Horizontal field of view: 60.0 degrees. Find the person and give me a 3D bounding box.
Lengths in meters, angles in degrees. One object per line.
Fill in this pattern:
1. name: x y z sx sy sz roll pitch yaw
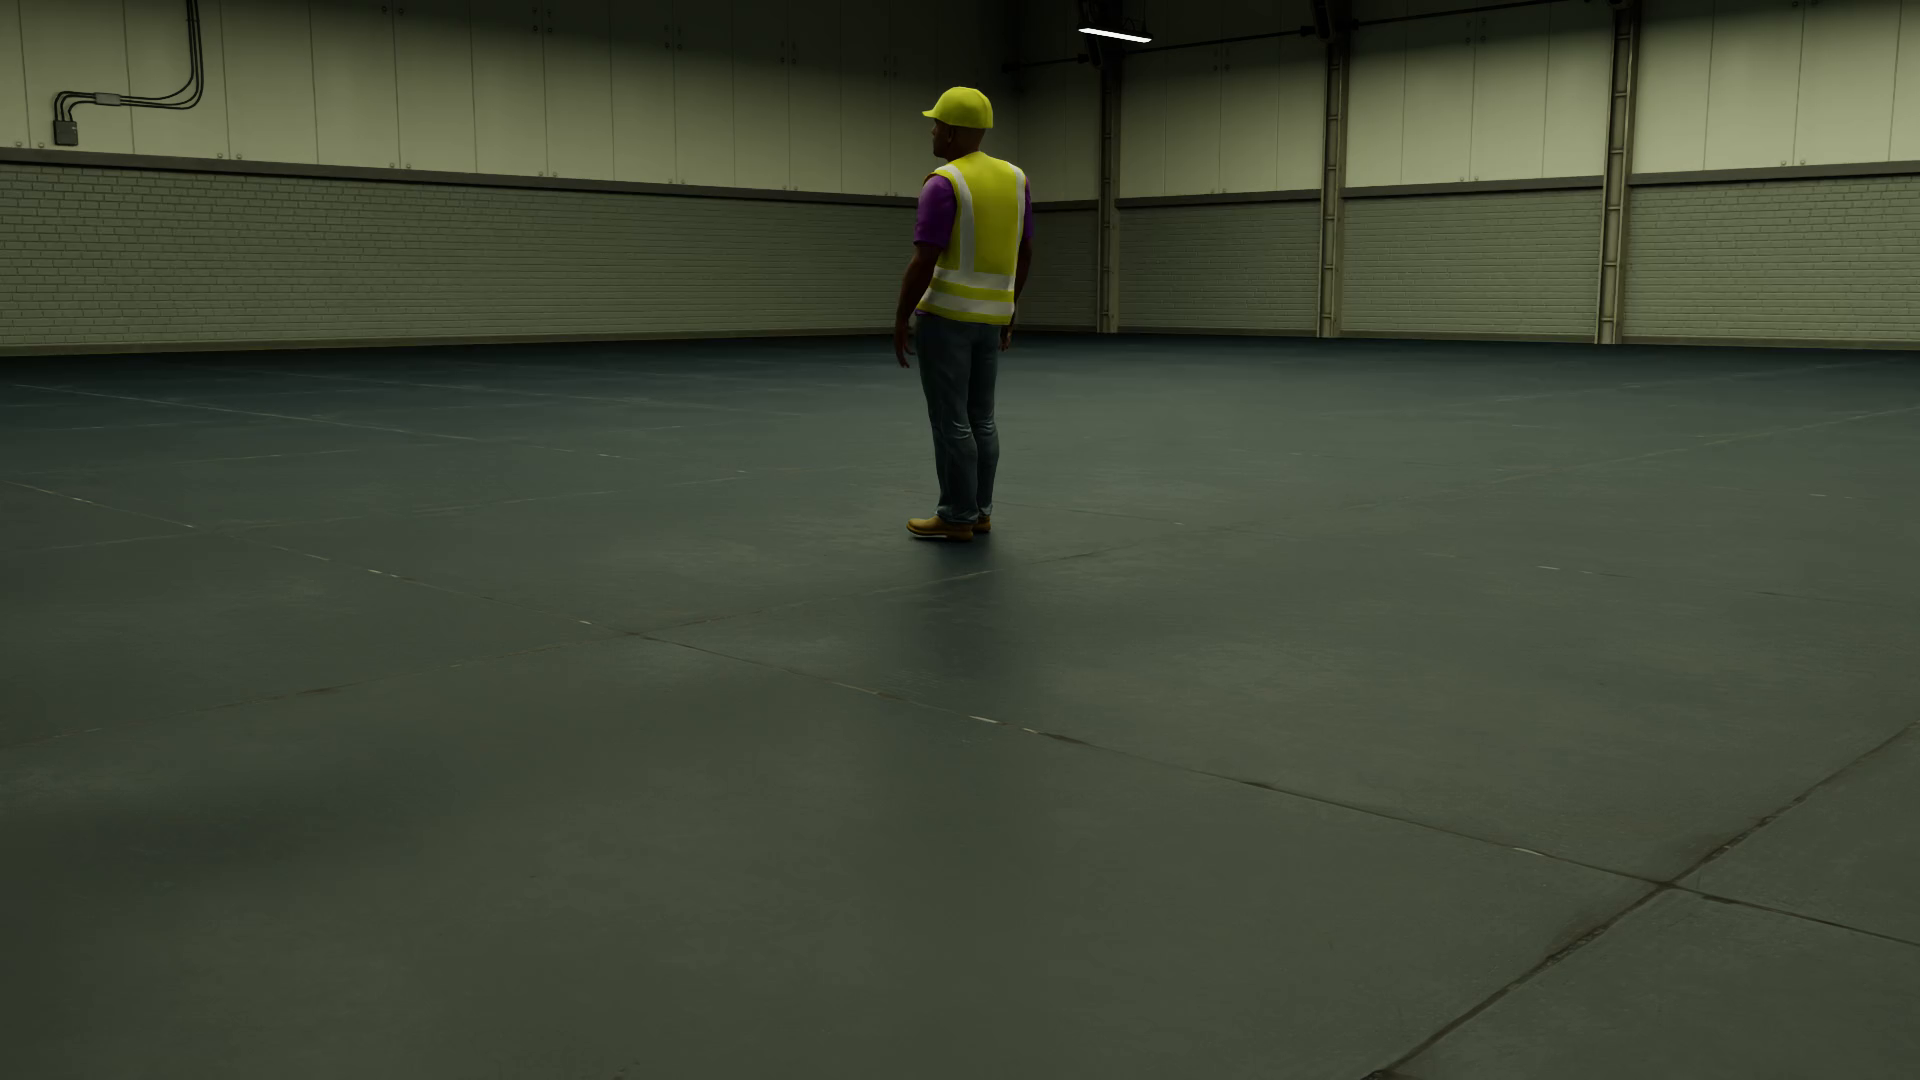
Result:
1. person: -0.045 -0.888 6.637 0.577 1.765 0.665 8 12 43
